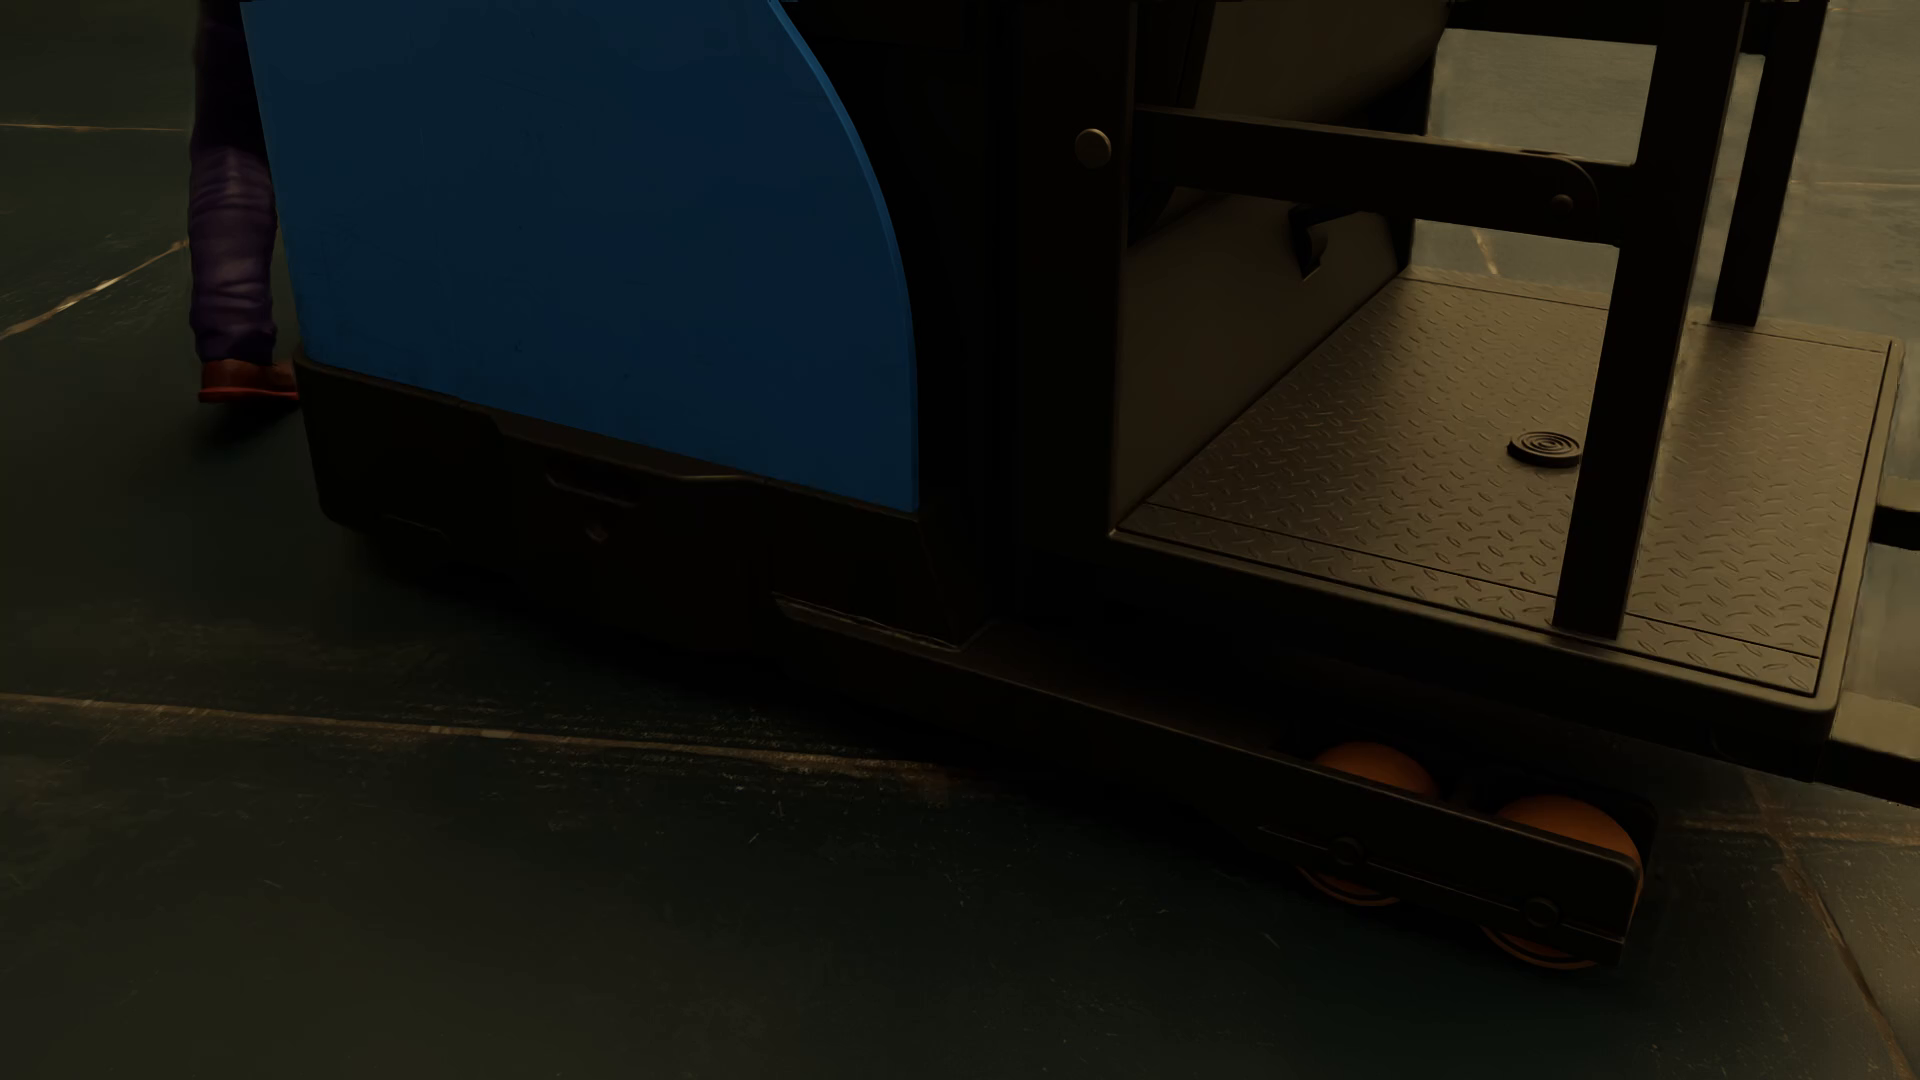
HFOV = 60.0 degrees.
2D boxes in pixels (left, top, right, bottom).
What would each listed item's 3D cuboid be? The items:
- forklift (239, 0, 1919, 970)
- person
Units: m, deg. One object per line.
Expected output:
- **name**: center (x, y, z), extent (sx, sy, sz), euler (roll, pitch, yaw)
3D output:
- **forklift**: center (0.594, -1.159, 1.540), extent (3.031, 2.935, 1.130), euler (14, 30, 26)
- **person**: center (-1.013, -1.034, 2.857), extent (0.719, 1.524, 0.824), euler (-2, 27, -5)
